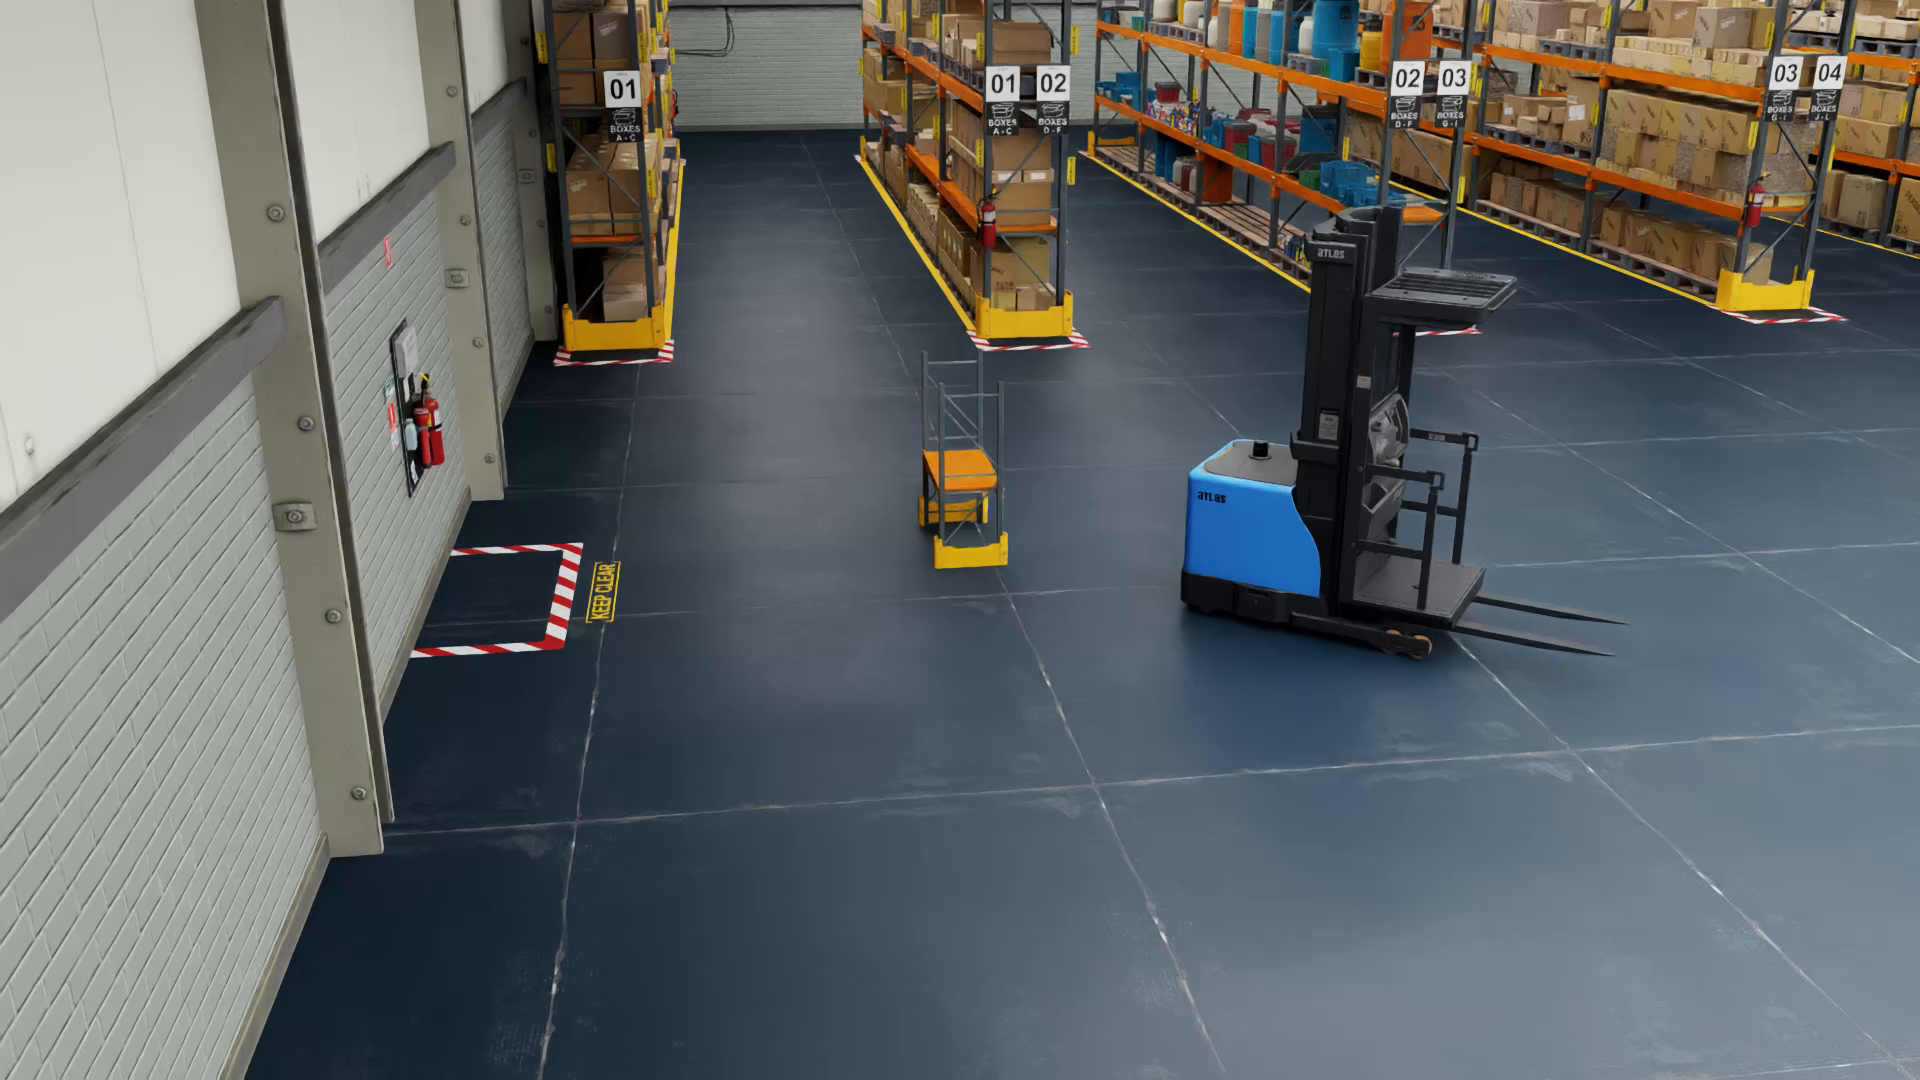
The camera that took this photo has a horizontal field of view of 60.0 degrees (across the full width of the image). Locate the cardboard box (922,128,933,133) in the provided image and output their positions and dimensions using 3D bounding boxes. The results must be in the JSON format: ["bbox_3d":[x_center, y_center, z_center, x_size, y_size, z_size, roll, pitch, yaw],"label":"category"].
[{"bbox_3d":[-0.363,-6.554,27.104,0.500,0.311,0.500,-2,21,-4],"label":"cardboard box"}]

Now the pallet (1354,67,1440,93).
[{"bbox_3d":[5.661,-5.811,20.969,1.003,0.211,1.213,-3,21,-8],"label":"pallet"}]

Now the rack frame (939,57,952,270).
[{"bbox_3d":[0.205,-5.339,23.724,1.000,3.000,0.127,-3,21,-8],"label":"rack frame"}]

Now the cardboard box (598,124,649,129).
[{"bbox_3d":[-4.810,-5.713,23.952,0.700,0.500,0.500,-1,20,-2],"label":"cardboard box"}]

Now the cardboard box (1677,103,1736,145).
[{"bbox_3d":[10.114,-5.631,22.509,0.500,0.500,0.500,-3,21,-8],"label":"cardboard box"}]

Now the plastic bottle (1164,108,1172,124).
[{"bbox_3d":[3.810,-7.719,30.273,0.152,0.276,0.135,-3,21,-8],"label":"plastic bottle"}]

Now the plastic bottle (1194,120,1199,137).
[{"bbox_3d":[4.050,-7.036,28.435,0.061,0.283,0.133,-3,21,-8],"label":"plastic bottle"}]

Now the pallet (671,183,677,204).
[{"bbox_3d":[-5.664,-6.288,30.250,1.003,0.211,1.213,-3,21,-8],"label":"pallet"}]

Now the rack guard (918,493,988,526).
[{"bbox_3d":[-0.061,-0.263,14.063,0.587,0.250,0.087,-3,21,-8],"label":"rack guard"}]

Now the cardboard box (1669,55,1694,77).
[{"bbox_3d":[10.046,-6.466,22.668,0.500,0.250,0.500,-3,21,-9],"label":"cardboard box"}]

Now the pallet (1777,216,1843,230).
[{"bbox_3d":[14.566,-5.433,27.961,1.003,0.211,1.213,-3,21,-8],"label":"pallet"}]

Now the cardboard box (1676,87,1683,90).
[{"bbox_3d":[13.609,-8.480,31.041,0.380,0.149,0.250,-2,21,-6],"label":"cardboard box"}]

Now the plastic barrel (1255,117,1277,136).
[{"bbox_3d":[4.951,-6.534,26.762,0.421,0.512,0.421,0,20,0],"label":"plastic barrel"}]

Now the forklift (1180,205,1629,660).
[{"bbox_3d":[3.175,-0.757,11.555,3.031,2.935,1.130,11,23,27],"label":"forklift"}]

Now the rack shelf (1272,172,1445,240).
[{"bbox_3d":[5.395,-4.558,22.661,1.077,0.370,4.000,-3,21,-8],"label":"rack shelf"}]

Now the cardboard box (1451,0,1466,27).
[{"bbox_3d":[9.061,-9.373,29.494,0.500,0.500,0.500,-2,21,-5],"label":"cardboard box"}]

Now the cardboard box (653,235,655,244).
[{"bbox_3d":[-4.977,-4.732,25.043,0.700,0.500,0.500,-3,21,-7],"label":"cardboard box"}]

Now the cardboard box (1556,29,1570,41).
[{"bbox_3d":[9.639,-7.974,26.225,0.380,0.166,0.250,-3,21,-9],"label":"cardboard box"}]

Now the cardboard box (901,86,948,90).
[{"bbox_3d":[-0.633,-7.744,29.419,0.700,0.500,0.500,-8,22,-21],"label":"cardboard box"}]

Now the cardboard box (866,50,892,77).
[{"bbox_3d":[-1.639,-9.661,33.725,0.500,0.500,0.500,-3,21,-7],"label":"cardboard box"}]

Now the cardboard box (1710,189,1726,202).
[{"bbox_3d":[10.217,-4.594,22.087,0.380,0.149,0.250,-3,21,-8],"label":"cardboard box"}]

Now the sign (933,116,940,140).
[{"bbox_3d":[-0.331,-5.814,23.453,0.100,0.325,0.005,-3,21,-8],"label":"sign"}]

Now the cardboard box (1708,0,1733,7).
[{"bbox_3d":[13.833,-9.819,30.195,0.396,0.266,0.258,-3,21,-8],"label":"cardboard box"}]

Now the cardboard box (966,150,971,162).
[{"bbox_3d":[0.279,-5.051,21.882,0.380,0.149,0.250,-3,21,-8],"label":"cardboard box"}]

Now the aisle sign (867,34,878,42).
[{"bbox_3d":[-1.825,-10.720,34.417,0.394,0.787,0.004,-3,21,-8],"label":"aisle sign"}]

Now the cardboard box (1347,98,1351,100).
[{"bbox_3d":[8.226,-9.202,34.427,0.380,0.149,0.250,-3,21,-9],"label":"cardboard box"}]

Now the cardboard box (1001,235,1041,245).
[{"bbox_3d":[0.765,-3.756,21.744,0.500,0.500,0.500,-3,21,-8],"label":"cardboard box"}]

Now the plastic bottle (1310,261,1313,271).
[{"bbox_3d":[4.956,-3.883,23.090,0.152,0.276,0.135,-3,21,-9],"label":"plastic bottle"}]

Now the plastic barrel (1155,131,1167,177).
[{"bbox_3d":[4.015,-7.382,31.592,0.600,0.901,0.708,-3,21,-8],"label":"plastic barrel"}]

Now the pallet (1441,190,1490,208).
[{"bbox_3d":[9.393,-6.193,29.995,1.003,0.211,1.213,-3,21,-8],"label":"pallet"}]

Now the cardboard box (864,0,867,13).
[{"bbox_3d":[-1.644,-10.698,33.286,0.500,0.250,0.500,-3,21,-8],"label":"cardboard box"}]

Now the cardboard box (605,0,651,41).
[{"bbox_3d":[-4.266,-6.668,21.393,0.500,0.500,0.500,-2,21,-5],"label":"cardboard box"}]

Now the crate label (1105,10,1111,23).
[{"bbox_3d":[3.190,-10.742,34.116,0.408,0.251,0.502,-3,21,-8],"label":"crate label"}]

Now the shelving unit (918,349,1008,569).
[{"bbox_3d":[0.011,-0.676,13.383,0.587,1.500,1.083,-3,21,-8],"label":"shelving unit"}]

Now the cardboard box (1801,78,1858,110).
[{"bbox_3d":[14.560,-7.444,27.788,0.700,0.500,0.500,-3,21,-9],"label":"cardboard box"}]

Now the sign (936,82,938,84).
[{"bbox_3d":[-0.400,-8.680,31.016,0.100,0.325,0.005,-3,21,-8],"label":"sign"}]

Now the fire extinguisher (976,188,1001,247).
[{"bbox_3d":[0.339,-3.853,19.857,0.296,0.674,0.183,-3,21,-8],"label":"fire extinguisher"}]

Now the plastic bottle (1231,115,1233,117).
[{"bbox_3d":[4.747,-7.293,29.122,0.061,0.283,0.133,-3,21,-8],"label":"plastic bottle"}]

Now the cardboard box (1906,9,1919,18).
[{"bbox_3d":[18.498,-10.144,32.035,0.380,0.166,0.250,-4,21,-11],"label":"cardboard box"}]

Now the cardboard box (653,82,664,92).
[{"bbox_3d":[-5.238,-7.549,27.972,0.500,0.250,0.500,-3,21,-7],"label":"cardboard box"}]

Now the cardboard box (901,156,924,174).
[{"bbox_3d":[-0.751,-6.442,28.548,0.500,0.250,0.500,-2,21,-6],"label":"cardboard box"}]

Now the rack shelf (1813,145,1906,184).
[{"bbox_3d":[14.643,-6.408,27.614,1.077,0.370,4.000,-3,21,-8],"label":"rack shelf"}]

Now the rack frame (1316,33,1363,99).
[{"bbox_3d":[8.278,-9.992,36.182,1.000,3.000,0.127,-3,21,-8],"label":"rack frame"}]

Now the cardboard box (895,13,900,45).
[{"bbox_3d":[-0.616,-8.682,28.244,0.910,0.500,0.500,-3,21,-8],"label":"cardboard box"}]

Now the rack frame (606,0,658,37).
[{"bbox_3d":[-5.273,-9.283,25.710,1.000,3.000,0.127,-3,21,-8],"label":"rack frame"}]

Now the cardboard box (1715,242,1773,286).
[{"bbox_3d":[10.511,-3.695,22.295,0.500,0.500,0.500,1,20,2],"label":"cardboard box"}]

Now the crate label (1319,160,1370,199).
[{"bbox_3d":[5.151,-4.843,22.345,0.502,0.435,0.616,-3,21,-8],"label":"crate label"}]

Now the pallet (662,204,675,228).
[{"bbox_3d":[-5.312,-5.443,27.988,1.003,0.211,1.213,-3,21,-8],"label":"pallet"}]

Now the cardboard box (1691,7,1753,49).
[{"bbox_3d":[10.111,-6.802,22.071,0.500,0.500,0.500,-3,21,-8],"label":"cardboard box"}]

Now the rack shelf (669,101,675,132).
[{"bbox_3d":[-6.138,-8.213,32.447,1.077,0.370,4.000,-3,21,-8],"label":"rack shelf"}]

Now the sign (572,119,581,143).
[{"bbox_3d":[-5.245,-5.601,22.771,0.100,0.325,0.005,-3,21,-8],"label":"sign"}]

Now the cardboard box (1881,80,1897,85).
[{"bbox_3d":[18.549,-8.925,32.826,0.500,0.250,0.500,-3,21,-7],"label":"cardboard box"}]

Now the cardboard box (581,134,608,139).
[{"bbox_3d":[-4.836,-5.205,22.479,0.500,0.500,0.500,-3,21,-9],"label":"cardboard box"}]

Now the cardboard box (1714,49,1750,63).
[{"bbox_3d":[10.107,-6.325,21.722,0.380,0.149,0.250,-3,21,-7],"label":"cardboard box"}]

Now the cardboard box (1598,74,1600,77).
[{"bbox_3d":[13.355,-9.342,33.872,0.500,0.500,0.500,-3,21,-9],"label":"cardboard box"}]

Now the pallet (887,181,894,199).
[{"bbox_3d":[-0.794,-6.523,30.879,1.003,0.211,1.213,-3,21,-8],"label":"pallet"}]

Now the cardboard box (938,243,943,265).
[{"bbox_3d":[-0.028,-4.072,23.661,0.500,0.250,0.500,-3,21,-8],"label":"cardboard box"}]

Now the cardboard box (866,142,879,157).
[{"bbox_3d":[-1.655,-8.036,34.246,0.500,0.250,0.500,-3,21,-8],"label":"cardboard box"}]
